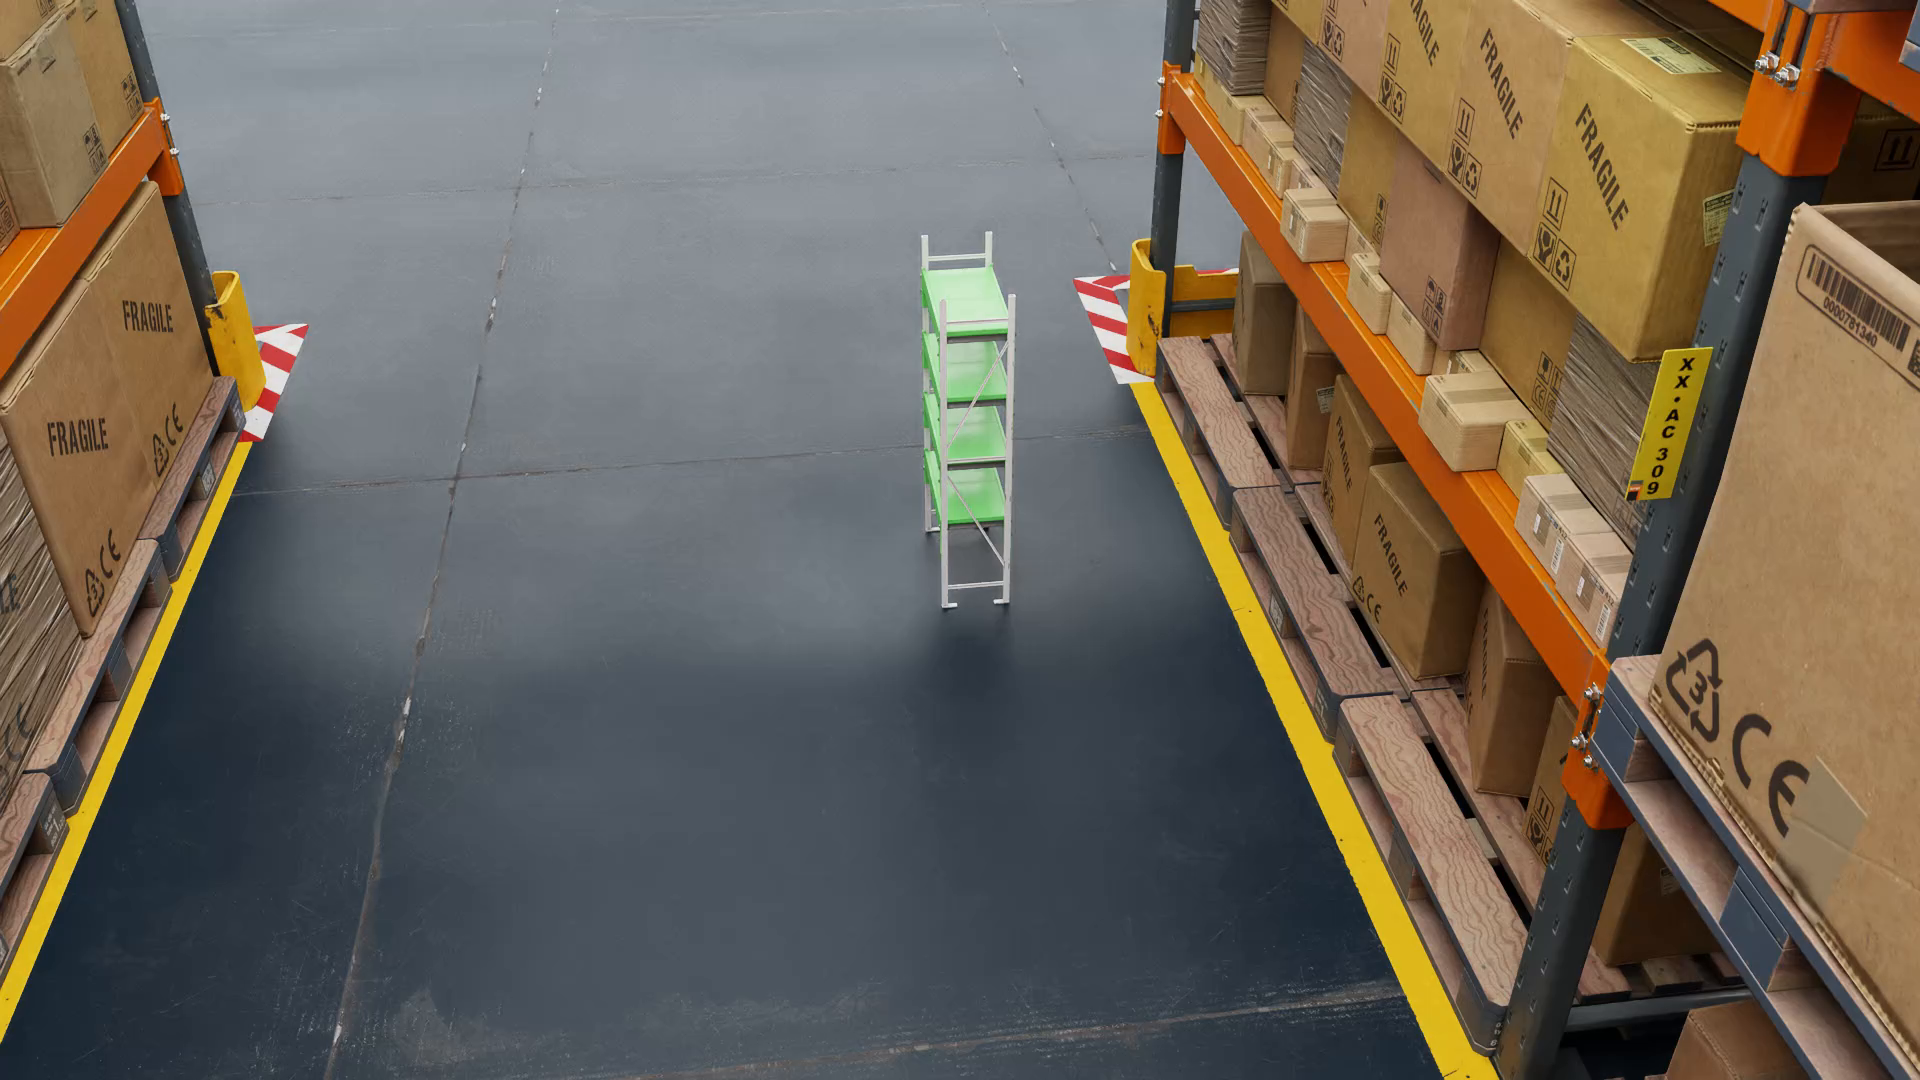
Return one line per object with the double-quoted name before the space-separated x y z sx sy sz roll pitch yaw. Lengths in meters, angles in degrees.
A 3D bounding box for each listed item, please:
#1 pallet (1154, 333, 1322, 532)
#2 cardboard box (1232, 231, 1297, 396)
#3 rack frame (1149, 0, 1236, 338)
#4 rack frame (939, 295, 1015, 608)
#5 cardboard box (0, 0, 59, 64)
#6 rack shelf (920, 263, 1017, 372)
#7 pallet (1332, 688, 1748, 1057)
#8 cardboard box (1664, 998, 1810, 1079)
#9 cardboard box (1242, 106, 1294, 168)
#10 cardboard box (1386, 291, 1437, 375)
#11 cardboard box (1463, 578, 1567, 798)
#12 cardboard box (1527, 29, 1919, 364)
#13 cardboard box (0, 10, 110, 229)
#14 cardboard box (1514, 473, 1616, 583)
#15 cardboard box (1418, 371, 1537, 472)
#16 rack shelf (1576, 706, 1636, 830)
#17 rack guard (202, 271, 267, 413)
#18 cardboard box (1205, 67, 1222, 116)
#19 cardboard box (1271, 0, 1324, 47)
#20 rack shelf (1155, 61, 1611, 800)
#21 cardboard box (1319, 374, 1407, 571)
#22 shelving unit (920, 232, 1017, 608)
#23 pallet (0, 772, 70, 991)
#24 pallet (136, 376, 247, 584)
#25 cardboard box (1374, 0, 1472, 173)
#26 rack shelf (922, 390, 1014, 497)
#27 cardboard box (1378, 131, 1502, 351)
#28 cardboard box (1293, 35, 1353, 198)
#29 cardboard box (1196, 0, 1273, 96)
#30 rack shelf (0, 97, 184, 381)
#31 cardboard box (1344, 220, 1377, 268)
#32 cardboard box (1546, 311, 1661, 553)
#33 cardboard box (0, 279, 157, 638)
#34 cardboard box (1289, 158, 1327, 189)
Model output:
"pallet" 1.420 -0.484 6.772 1.003 0.211 1.213 -4 35 -6
"cardboard box" 1.403 -0.925 6.791 0.500 0.500 0.500 2 34 2
"rack frame" 1.335 -2.134 6.718 1.000 3.000 0.127 -4 35 -6
"rack frame" 0.055 -0.267 5.577 0.240 1.200 0.015 -4 35 -6
"cardboard box" -3.416 -1.813 5.155 0.875 0.550 0.550 -4 35 -6
"rack shelf" 0.022 -0.747 5.542 0.258 0.148 0.480 -4 35 -6
"pallet" 1.748 0.878 4.774 1.003 0.211 1.213 -4 35 -6
"cardboard box" 1.934 1.293 3.518 0.700 0.500 0.500 -7 35 -10
"cardboard box" 1.225 -1.434 5.914 0.380 0.149 0.250 -4 35 -6
"cardboard box" 1.434 -0.597 4.686 0.380 0.149 0.250 -4 35 -6
"cardboard box" 1.774 0.412 4.829 0.500 0.500 0.500 6 35 9
"cardboard box" 1.540 -0.710 3.387 0.500 0.500 0.500 -4 35 -6
"cardboard box" -3.403 -1.368 5.461 0.875 0.550 0.550 -4 35 -6
"cardboard box" 1.529 -0.036 3.863 0.380 0.149 0.250 -4 35 -6
"cardboard box" 1.411 -0.312 4.267 0.380 0.149 0.250 -4 35 -6
"rack shelf" 2.142 1.511 2.008 1.077 0.370 4.000 -4 35 -6
"rack guard" -3.597 -0.796 6.974 1.175 0.500 0.348 -4 35 -6
"cardboard box" 1.152 -1.713 6.322 0.380 0.149 0.250 -4 35 -6
"cardboard box" 1.268 -1.826 5.025 0.500 0.500 0.500 -4 35 -6
"rack shelf" 1.604 -0.721 5.283 1.077 0.370 4.000 -4 35 -6
"cardboard box" 1.582 -0.243 5.790 0.500 0.500 0.500 -1 34 -2
"shelving unit" 0.022 -0.403 5.777 0.258 1.200 0.503 -4 35 -6
"pallet" -3.080 1.139 4.391 1.003 0.211 1.213 -4 35 -6
"pallet" -3.408 -0.223 6.389 1.003 0.211 1.213 -4 35 -6
"cardboard box" 1.405 -1.268 4.206 0.500 0.500 0.500 -4 35 -6
"rack shelf" 0.022 -0.351 5.813 0.258 0.148 0.480 -4 35 -6
"cardboard box" 1.675 -0.875 4.518 0.875 0.500 0.500 -4 35 -6
"cardboard box" 1.593 -1.437 5.343 0.875 0.500 0.500 -4 35 -6
"cardboard box" 1.382 -1.990 6.153 0.875 0.500 0.500 -4 35 -6
"rack shelf" -3.324 -0.402 4.815 1.077 0.370 4.000 -4 35 -6
"cardboard box" 1.408 -0.880 5.100 0.380 0.149 0.250 -4 35 -6
"cardboard box" 1.874 -0.322 3.706 0.875 0.500 0.500 -4 35 -6
"cardboard box" -3.316 -0.246 5.462 0.875 0.875 0.875 -5 35 -7
"cardboard box" 1.312 -1.156 5.506 0.380 0.149 0.250 -4 35 -6
